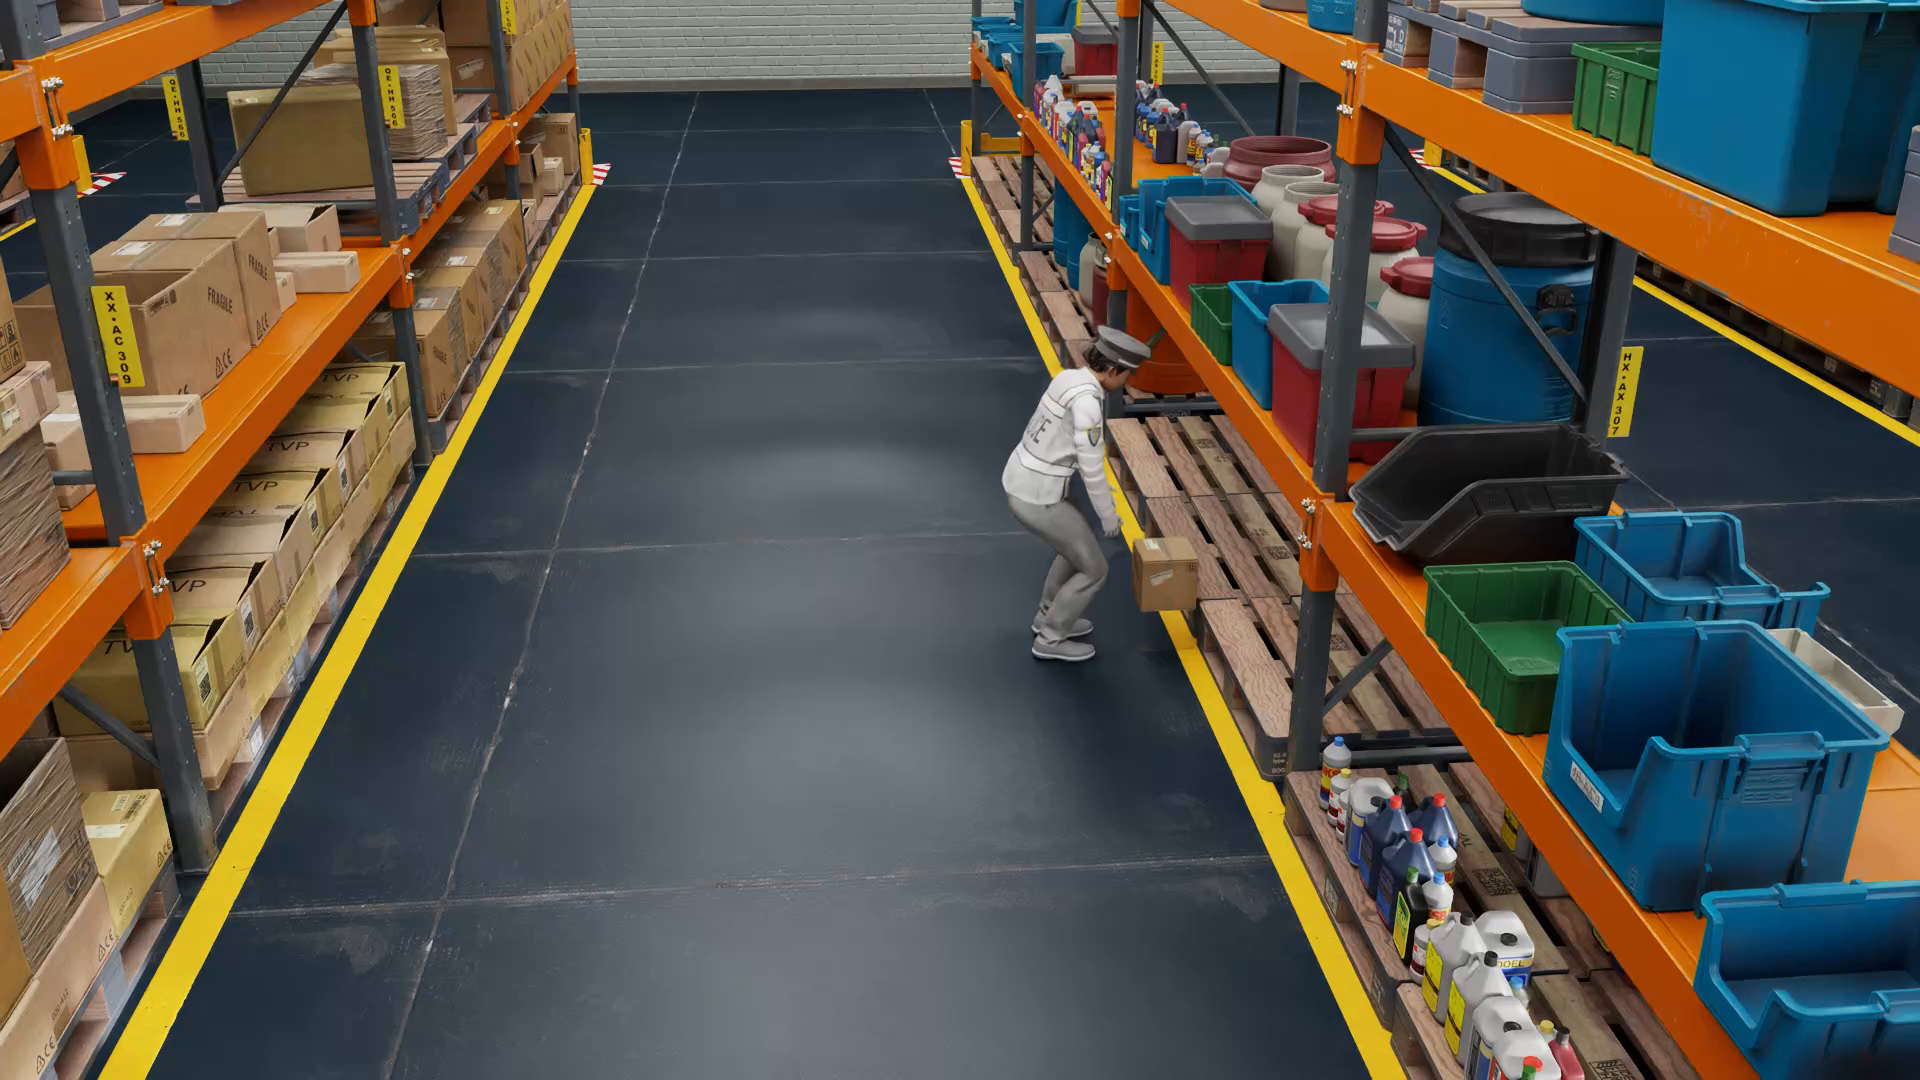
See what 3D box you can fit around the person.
[{"bbox_3d":[0.499,-0.210,7.317,0.633,1.479,0.524,-2,24,-5],"label":"person"}]
